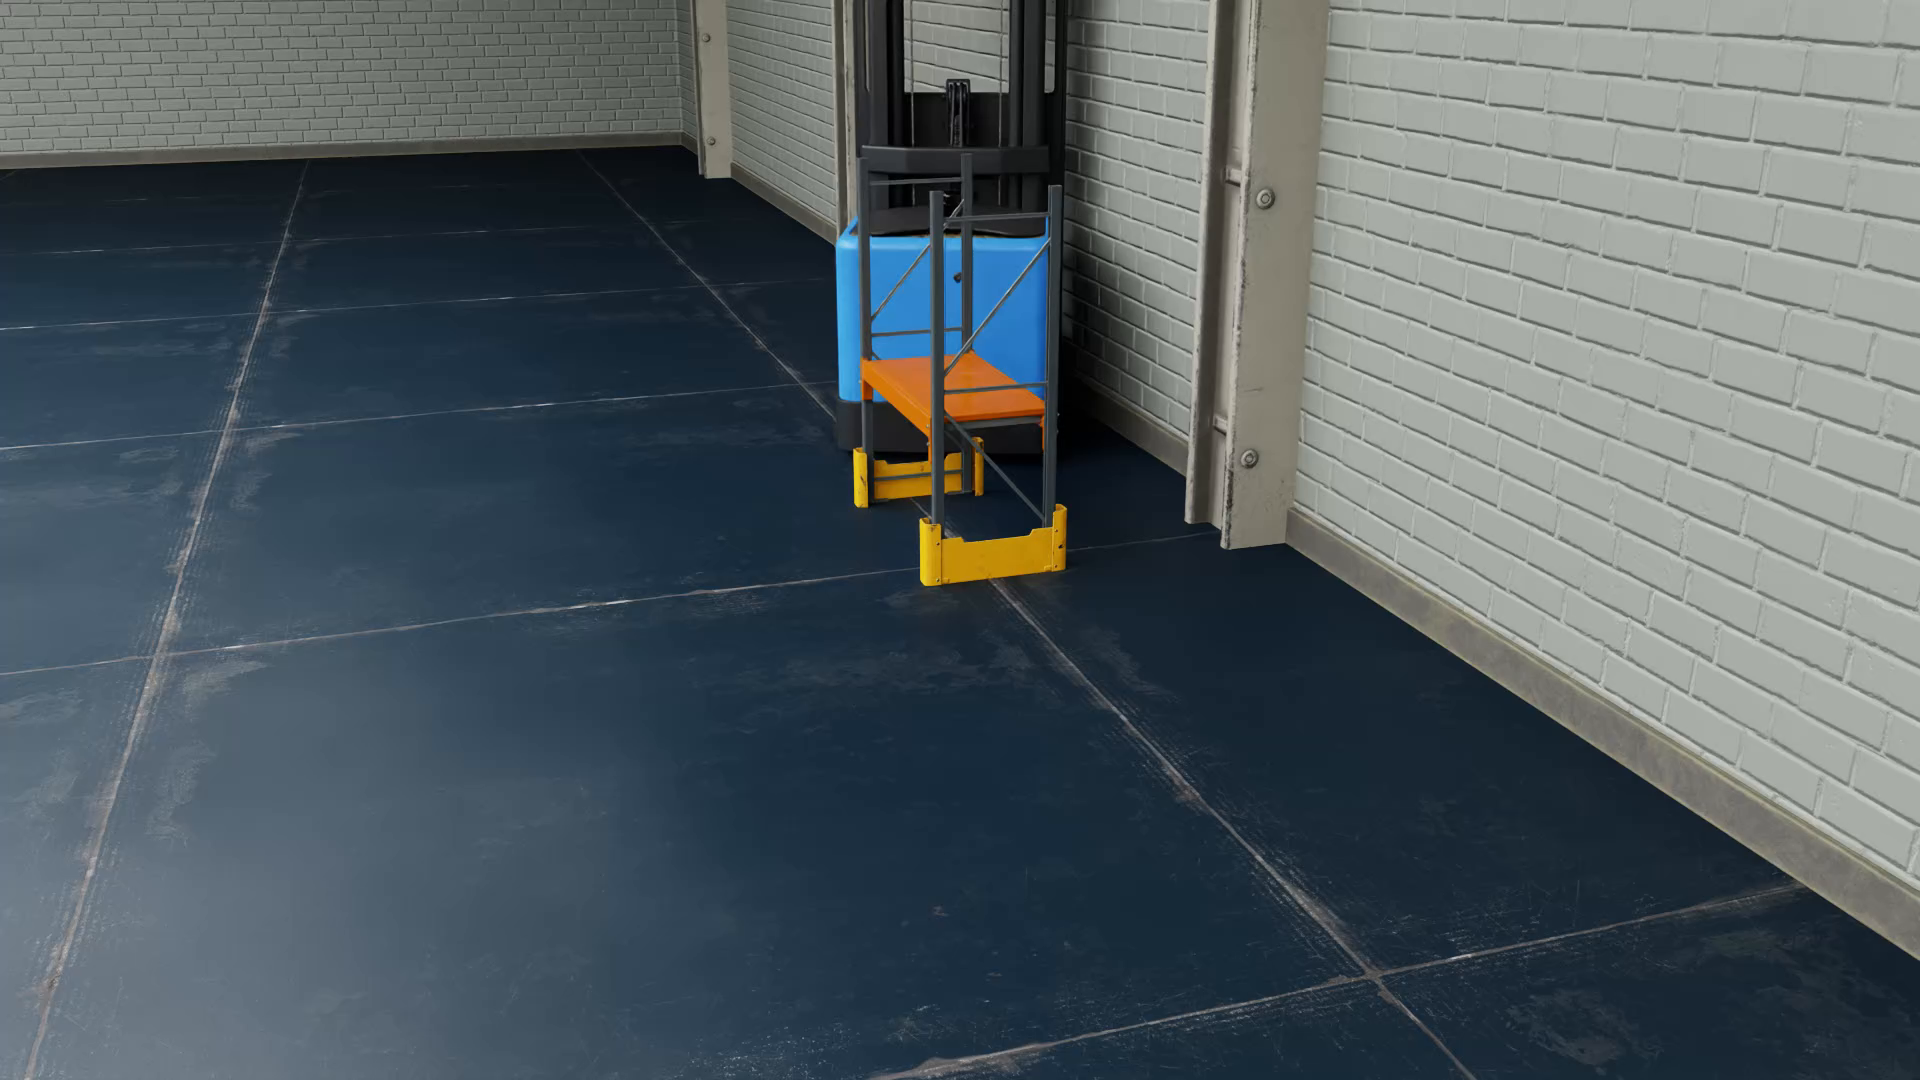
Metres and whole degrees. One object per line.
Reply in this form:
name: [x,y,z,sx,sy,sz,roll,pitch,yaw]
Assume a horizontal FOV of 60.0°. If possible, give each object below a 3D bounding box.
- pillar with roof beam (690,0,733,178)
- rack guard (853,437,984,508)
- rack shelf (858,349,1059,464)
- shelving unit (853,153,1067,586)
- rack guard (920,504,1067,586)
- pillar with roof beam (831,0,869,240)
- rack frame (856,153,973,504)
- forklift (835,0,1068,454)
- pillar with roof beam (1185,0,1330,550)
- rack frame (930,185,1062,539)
pillar with roof beam: [-6.686,-7.669,14.955,9.100,9.000,0.400,-6,21,-17]
rack guard: [-0.180,-0.302,7.387,0.587,0.250,0.087,-6,21,-17]
rack shelf: [-0.027,-0.564,6.800,0.538,0.185,1.000,-6,21,-17]
shelving unit: [-0.024,-0.730,6.731,0.587,1.500,1.083,-6,21,-17]
rack guard: [0.133,0.018,6.497,0.587,0.250,0.087,-6,21,-17]
pillar with roof beam: [-4.800,-5.743,9.594,9.100,9.000,0.400,-6,21,-17]
rack frame: [-0.187,-0.896,7.193,0.500,1.500,0.032,-6,21,-17]
forklift: [0.016,-2.233,8.796,1.130,2.935,3.031,1,20,3]
pillar with roof beam: [-2.914,-3.818,4.234,9.100,9.000,0.400,-6,21,-17]
rack frame: [0.133,-0.570,6.285,0.500,1.500,0.032,-6,21,-17]
